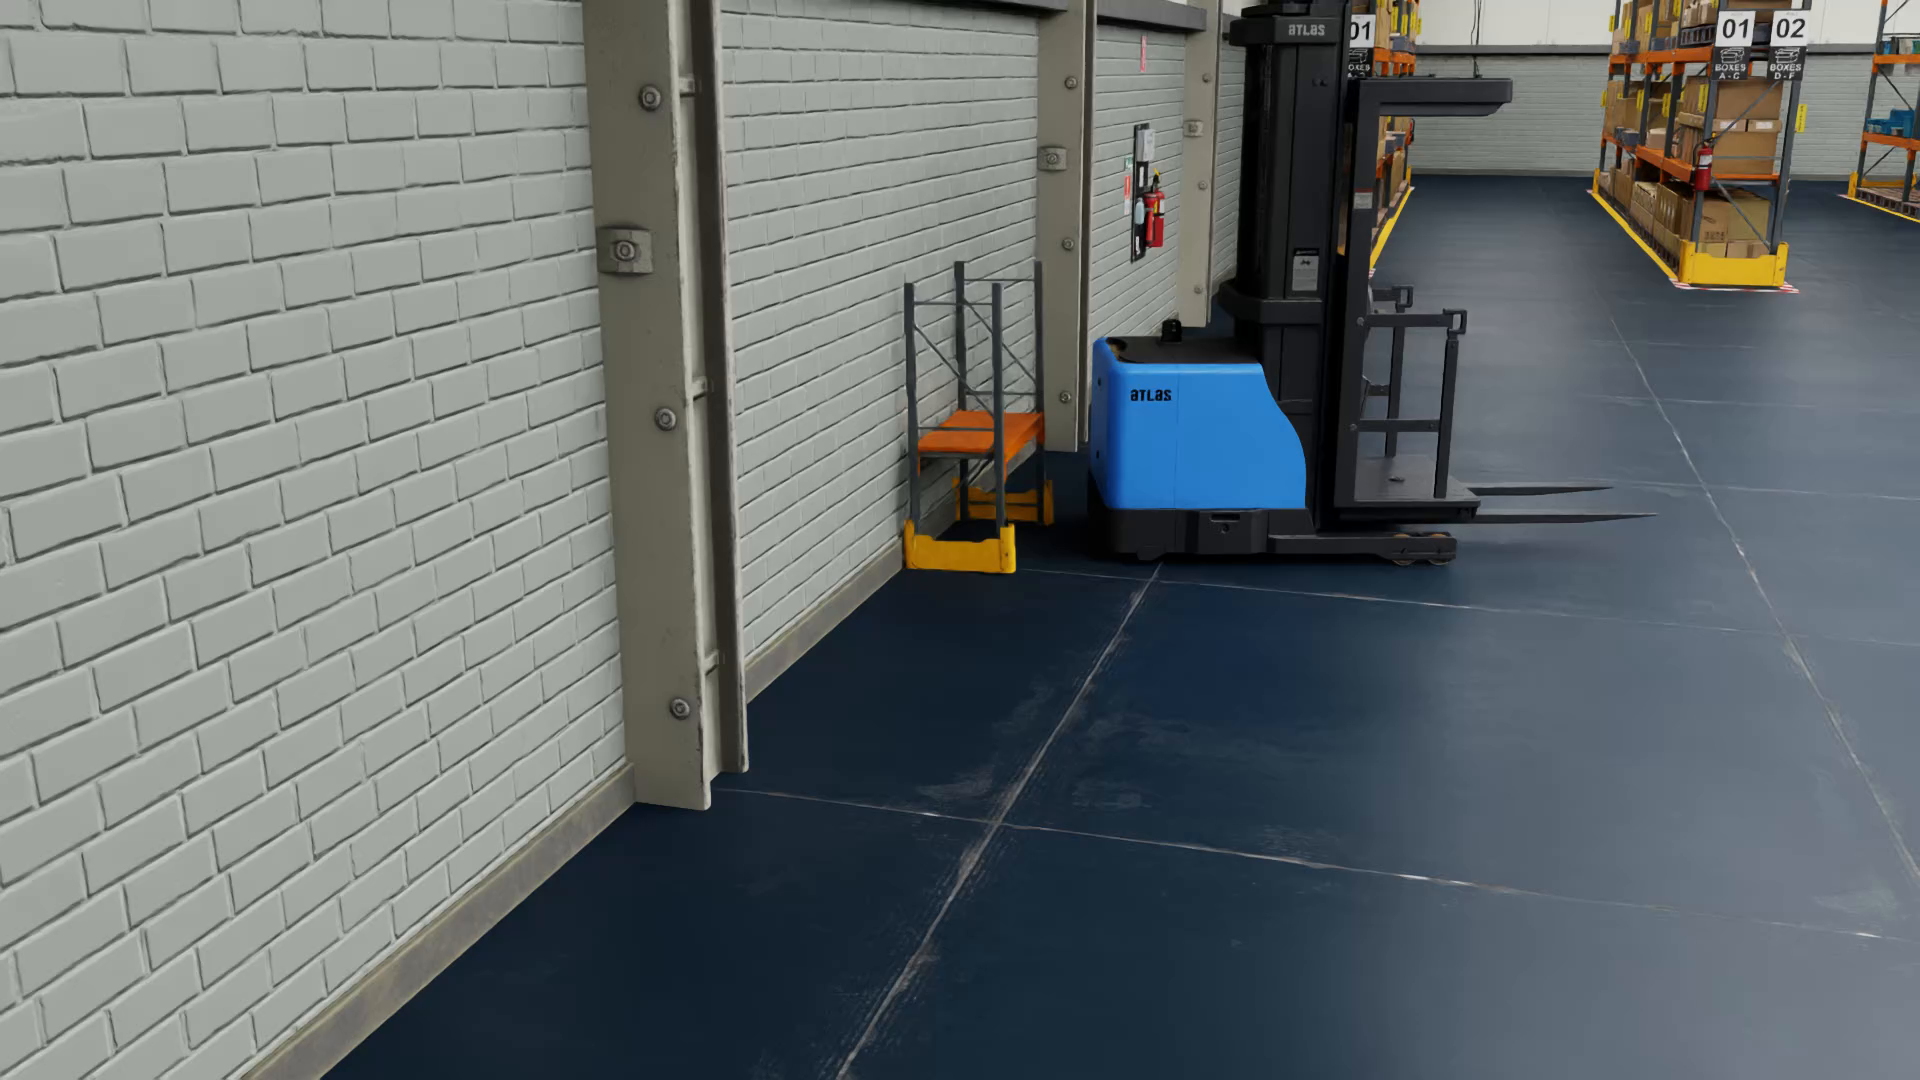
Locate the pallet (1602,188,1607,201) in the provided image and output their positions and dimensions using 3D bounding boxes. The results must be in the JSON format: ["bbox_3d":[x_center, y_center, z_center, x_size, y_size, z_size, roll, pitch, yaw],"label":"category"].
[{"bbox_3d":[13.447,-6.916,33.324,1.003,0.211,1.213,5,16,16],"label":"pallet"}]

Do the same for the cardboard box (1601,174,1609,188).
[{"bbox_3d":[13.332,-7.311,33.840,0.500,0.250,0.500,5,16,16],"label":"cardboard box"}]

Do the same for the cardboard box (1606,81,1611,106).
[{"bbox_3d":[13.664,-9.237,34.384,0.500,0.500,0.500,5,17,18],"label":"cardboard box"}]

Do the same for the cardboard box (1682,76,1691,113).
[{"bbox_3d":[10.512,-6.220,23.201,0.700,0.500,0.500,5,17,16],"label":"cardboard box"}]

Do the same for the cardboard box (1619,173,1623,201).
[{"bbox_3d":[12.245,-6.388,30.129,0.500,0.500,0.500,5,17,17],"label":"cardboard box"}]

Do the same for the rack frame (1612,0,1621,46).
[{"bbox_3d":[14.042,-11.690,34.053,1.000,3.000,0.127,5,16,16],"label":"rack frame"}]

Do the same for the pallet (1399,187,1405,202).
[{"bbox_3d":[8.446,-6.992,33.593,1.003,0.211,1.213,5,16,16],"label":"pallet"}]

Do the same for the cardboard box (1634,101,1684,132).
[{"bbox_3d":[11.840,-7.134,28.033,0.700,0.500,0.500,-1,16,-3],"label":"cardboard box"}]

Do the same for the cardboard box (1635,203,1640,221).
[{"bbox_3d":[11.055,-5.208,26.462,0.500,0.250,0.500,4,16,14],"label":"cardboard box"}]

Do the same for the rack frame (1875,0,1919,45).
[{"bbox_3d":[18.791,-11.305,32.695,1.000,3.000,0.127,5,16,16],"label":"rack frame"}]

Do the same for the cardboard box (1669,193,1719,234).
[{"bbox_3d":[9.633,-4.284,21.831,0.500,0.500,0.500,5,16,16],"label":"cardboard box"}]

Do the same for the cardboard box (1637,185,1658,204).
[{"bbox_3d":[11.050,-5.474,26.374,0.500,0.311,0.500,4,16,14],"label":"cardboard box"}]

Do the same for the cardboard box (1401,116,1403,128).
[{"bbox_3d":[8.130,-8.067,31.508,0.500,0.500,0.500,5,17,16],"label":"cardboard box"}]

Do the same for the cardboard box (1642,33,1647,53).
[{"bbox_3d":[12.006,-8.452,27.951,0.910,0.500,0.500,5,16,16],"label":"cardboard box"}]

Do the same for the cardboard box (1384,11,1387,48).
[{"bbox_3d":[5.542,-6.986,22.744,0.500,0.500,0.500,6,17,19],"label":"cardboard box"}]

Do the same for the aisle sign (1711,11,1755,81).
[{"bbox_3d":[9.195,-5.874,19.778,0.394,0.787,0.004,5,16,16],"label":"aisle sign"}]

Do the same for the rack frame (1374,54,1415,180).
[{"bbox_3d":[9.292,-9.187,36.222,1.000,3.000,0.127,5,16,16],"label":"rack frame"}]

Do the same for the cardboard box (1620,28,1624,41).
[{"bbox_3d":[13.073,-9.778,32.168,0.500,0.250,0.500,5,16,16],"label":"cardboard box"}]

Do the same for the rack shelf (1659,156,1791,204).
[{"bbox_3d":[10.064,-4.795,22.056,1.077,0.370,4.000,5,16,16],"label":"rack shelf"}]

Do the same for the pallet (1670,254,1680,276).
[{"bbox_3d":[9.673,-3.480,21.210,1.003,0.211,1.213,5,16,16],"label":"pallet"}]

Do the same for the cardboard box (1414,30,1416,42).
[{"bbox_3d":[9.192,-10.460,34.534,0.500,0.250,0.500,4,16,14],"label":"cardboard box"}]

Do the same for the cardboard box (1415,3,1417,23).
[{"bbox_3d":[9.053,-10.689,33.968,0.500,0.500,0.500,4,16,13],"label":"cardboard box"}]

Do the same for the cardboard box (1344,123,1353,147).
[{"bbox_3d":[5.169,-5.401,21.738,0.500,0.500,0.500,5,16,16],"label":"cardboard box"}]

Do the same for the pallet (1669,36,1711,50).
[{"bbox_3d":[10.871,-7.247,24.237,0.805,0.209,1.217,4,16,14],"label":"pallet"}]

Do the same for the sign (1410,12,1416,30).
[{"bbox_3d":[8.678,-9.944,31.870,0.100,0.325,0.005,5,16,16],"label":"sign"}]

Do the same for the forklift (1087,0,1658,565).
[{"bbox_3d":[2.264,-1.420,8.965,3.031,2.935,1.130,0,16,-1],"label":"forklift"}]

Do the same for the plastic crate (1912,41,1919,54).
[{"bbox_3d":[17.606,-8.998,30.365,0.416,0.233,0.300,5,16,16],"label":"plastic crate"}]

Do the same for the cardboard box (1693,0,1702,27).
[{"bbox_3d":[10.043,-7.005,21.818,0.797,0.503,0.637,7,17,22],"label":"cardboard box"}]

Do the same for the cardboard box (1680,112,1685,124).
[{"bbox_3d":[10.299,-5.904,23.274,0.380,0.149,0.250,5,17,17],"label":"cardboard box"}]

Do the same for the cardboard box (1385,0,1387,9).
[{"bbox_3d":[5.413,-7.327,22.115,0.500,0.500,0.500,5,17,17],"label":"cardboard box"}]

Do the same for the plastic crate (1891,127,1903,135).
[{"bbox_3d":[17.860,-7.753,31.540,0.293,0.136,0.466,5,16,16],"label":"plastic crate"}]

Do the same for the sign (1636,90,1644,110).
[{"bbox_3d":[11.246,-7.269,27.485,0.100,0.325,0.005,5,16,16],"label":"sign"}]

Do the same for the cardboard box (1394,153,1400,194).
[{"bbox_3d":[7.845,-6.895,31.313,0.750,0.750,0.750,5,17,18],"label":"cardboard box"}]

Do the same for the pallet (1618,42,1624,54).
[{"bbox_3d":[12.653,-8.945,30.216,1.213,0.211,1.003,5,16,16],"label":"pallet"}]

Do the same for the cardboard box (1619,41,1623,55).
[{"bbox_3d":[13.075,-9.538,32.236,0.500,0.250,0.500,5,16,16],"label":"cardboard box"}]

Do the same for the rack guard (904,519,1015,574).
[{"bbox_3d":[-0.002,0.031,8.725,0.587,0.250,0.087,3,16,14],"label":"rack guard"}]

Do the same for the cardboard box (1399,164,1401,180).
[{"bbox_3d":[8.612,-7.459,33.941,0.700,0.500,0.500,4,16,15],"label":"cardboard box"}]

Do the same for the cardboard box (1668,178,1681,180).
[{"bbox_3d":[12.316,-5.954,28.599,0.500,0.500,0.500,4,16,14],"label":"cardboard box"}]

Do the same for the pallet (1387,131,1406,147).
[{"bbox_3d":[6.918,-6.807,28.183,1.213,0.211,1.003,5,16,16],"label":"pallet"}]

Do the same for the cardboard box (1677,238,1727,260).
[{"bbox_3d":[9.365,-3.660,21.006,0.500,0.250,0.500,5,16,16],"label":"cardboard box"}]

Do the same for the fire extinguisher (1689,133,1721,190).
[{"bbox_3d":[9.017,-4.586,20.142,0.296,0.674,0.183,5,16,16],"label":"fire extinguisher"}]

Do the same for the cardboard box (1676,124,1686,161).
[{"bbox_3d":[10.512,-5.596,23.378,0.700,0.500,0.500,4,16,14],"label":"cardboard box"}]

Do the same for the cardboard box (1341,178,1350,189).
[{"bbox_3d":[6.197,-5.727,26.423,0.500,0.250,0.500,4,16,15],"label":"cardboard box"}]

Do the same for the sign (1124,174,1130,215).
[{"bbox_3d":[1.415,-2.918,14.056,0.001,0.329,0.234,5,16,16],"label":"sign"}]

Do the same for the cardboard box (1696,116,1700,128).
[{"bbox_3d":[9.788,-5.432,21.610,0.380,0.149,0.250,5,17,17],"label":"cardboard box"}]

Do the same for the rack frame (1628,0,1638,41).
[{"bbox_3d":[12.906,-10.643,30.363,1.000,3.000,0.127,5,16,16],"label":"rack frame"}]

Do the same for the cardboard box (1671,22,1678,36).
[{"bbox_3d":[11.694,-8.161,26.612,0.500,0.250,0.500,3,16,12],"label":"cardboard box"}]

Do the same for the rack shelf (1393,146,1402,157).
[{"bbox_3d":[7.587,-7.271,30.786,1.077,0.370,4.000,5,16,16],"label":"rack shelf"}]

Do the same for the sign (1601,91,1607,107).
[{"bbox_3d":[13.522,-9.262,34.901,0.100,0.325,0.005,5,16,16],"label":"sign"}]

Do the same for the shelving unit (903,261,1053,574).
[{"bbox_3d":[0.108,-0.702,9.024,0.587,1.500,1.083,3,16,14],"label":"shelving unit"}]

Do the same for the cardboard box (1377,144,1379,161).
[{"bbox_3d":[5.473,-5.311,22.796,0.500,0.250,0.500,4,16,15],"label":"cardboard box"}]

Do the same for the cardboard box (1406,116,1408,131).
[{"bbox_3d":[8.735,-8.807,34.333,0.980,0.700,0.700,4,16,13],"label":"cardboard box"}]

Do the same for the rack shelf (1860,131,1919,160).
[{"bbox_3d":[18.222,-7.549,31.767,1.077,0.370,4.000,5,16,16],"label":"rack shelf"}]

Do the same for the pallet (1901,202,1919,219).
[{"bbox_3d":[17.395,-5.832,29.504,1.003,0.211,1.213,5,16,16],"label":"pallet"}]
